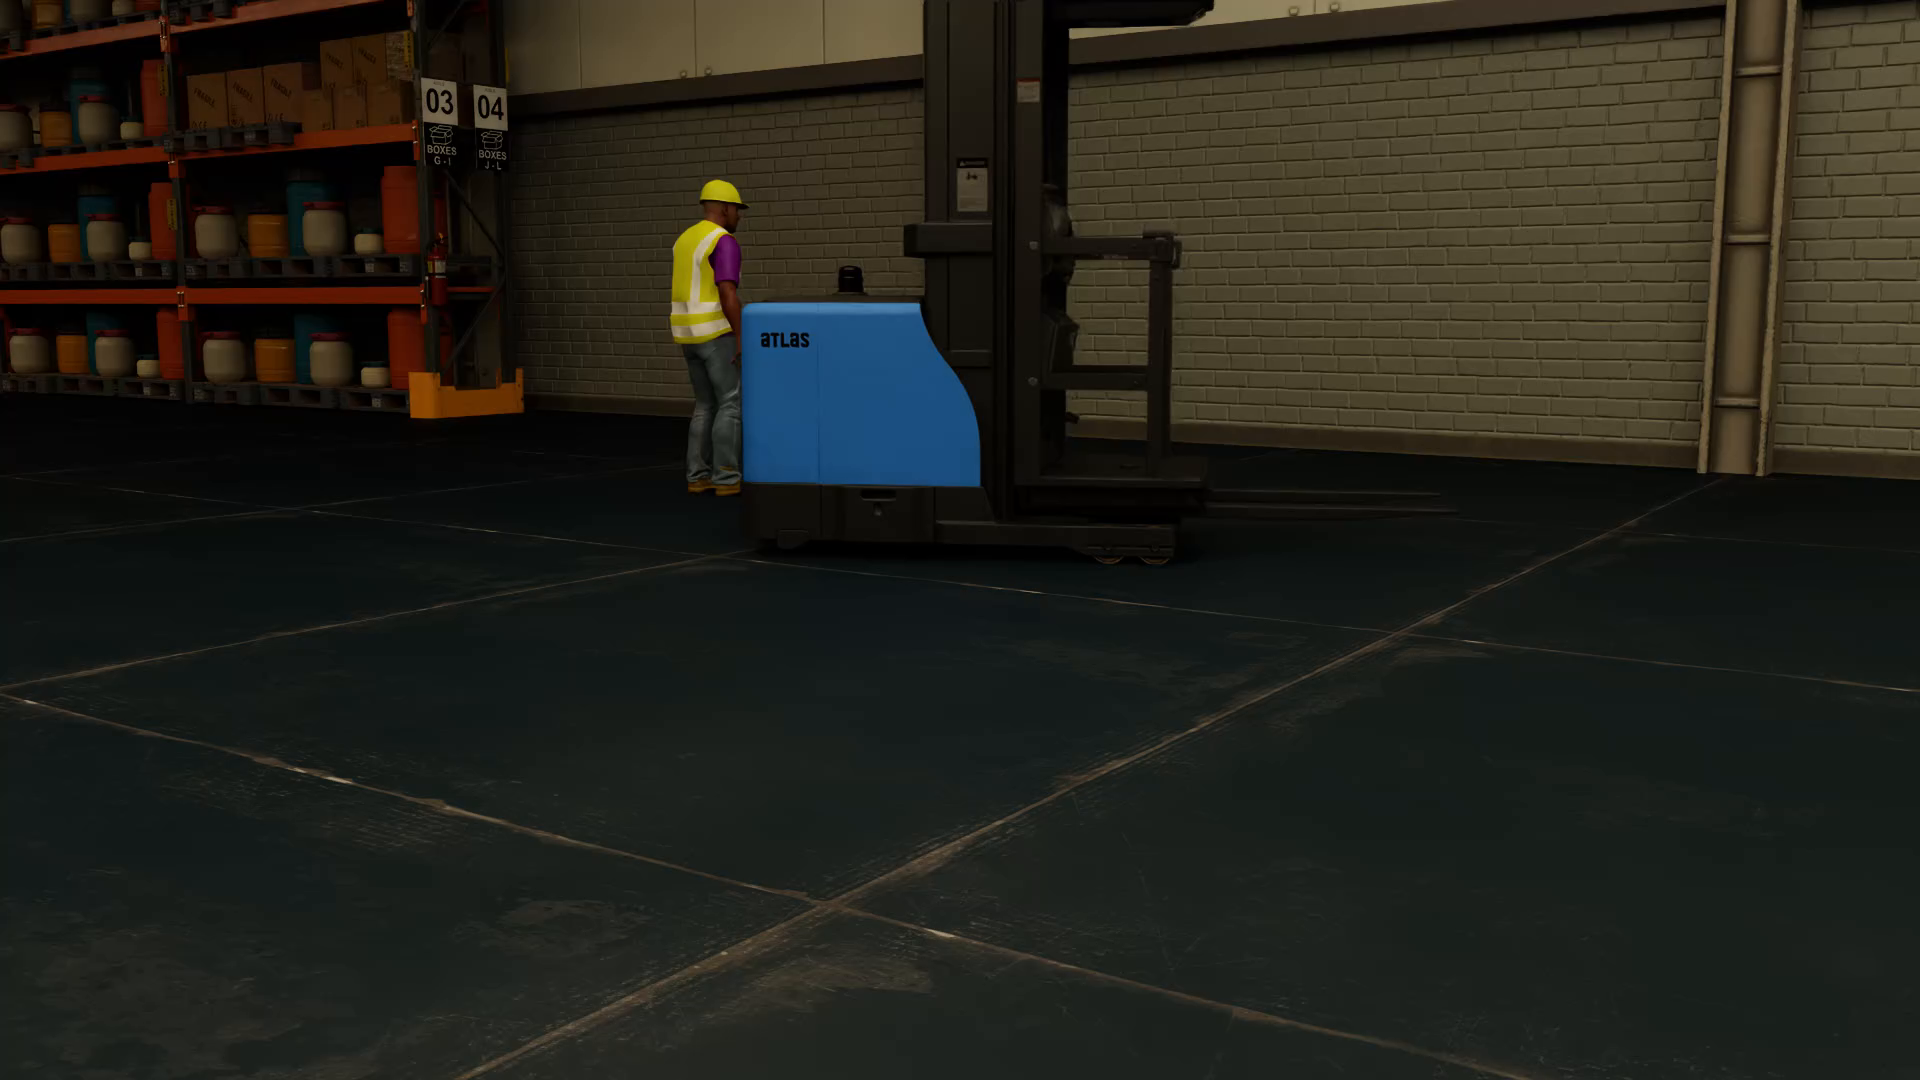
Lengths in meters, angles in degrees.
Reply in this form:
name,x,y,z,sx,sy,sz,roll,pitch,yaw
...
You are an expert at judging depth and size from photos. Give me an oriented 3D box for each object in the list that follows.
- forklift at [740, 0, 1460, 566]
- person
name,x,y,z,sx,sy,sz,roll,pitch,yaw
forklift,0.614,-1.426,7.219,3.031,2.935,1.130,1,8,9
person,-1.379,-1.139,9.387,0.458,1.756,0.643,-6,10,-38
